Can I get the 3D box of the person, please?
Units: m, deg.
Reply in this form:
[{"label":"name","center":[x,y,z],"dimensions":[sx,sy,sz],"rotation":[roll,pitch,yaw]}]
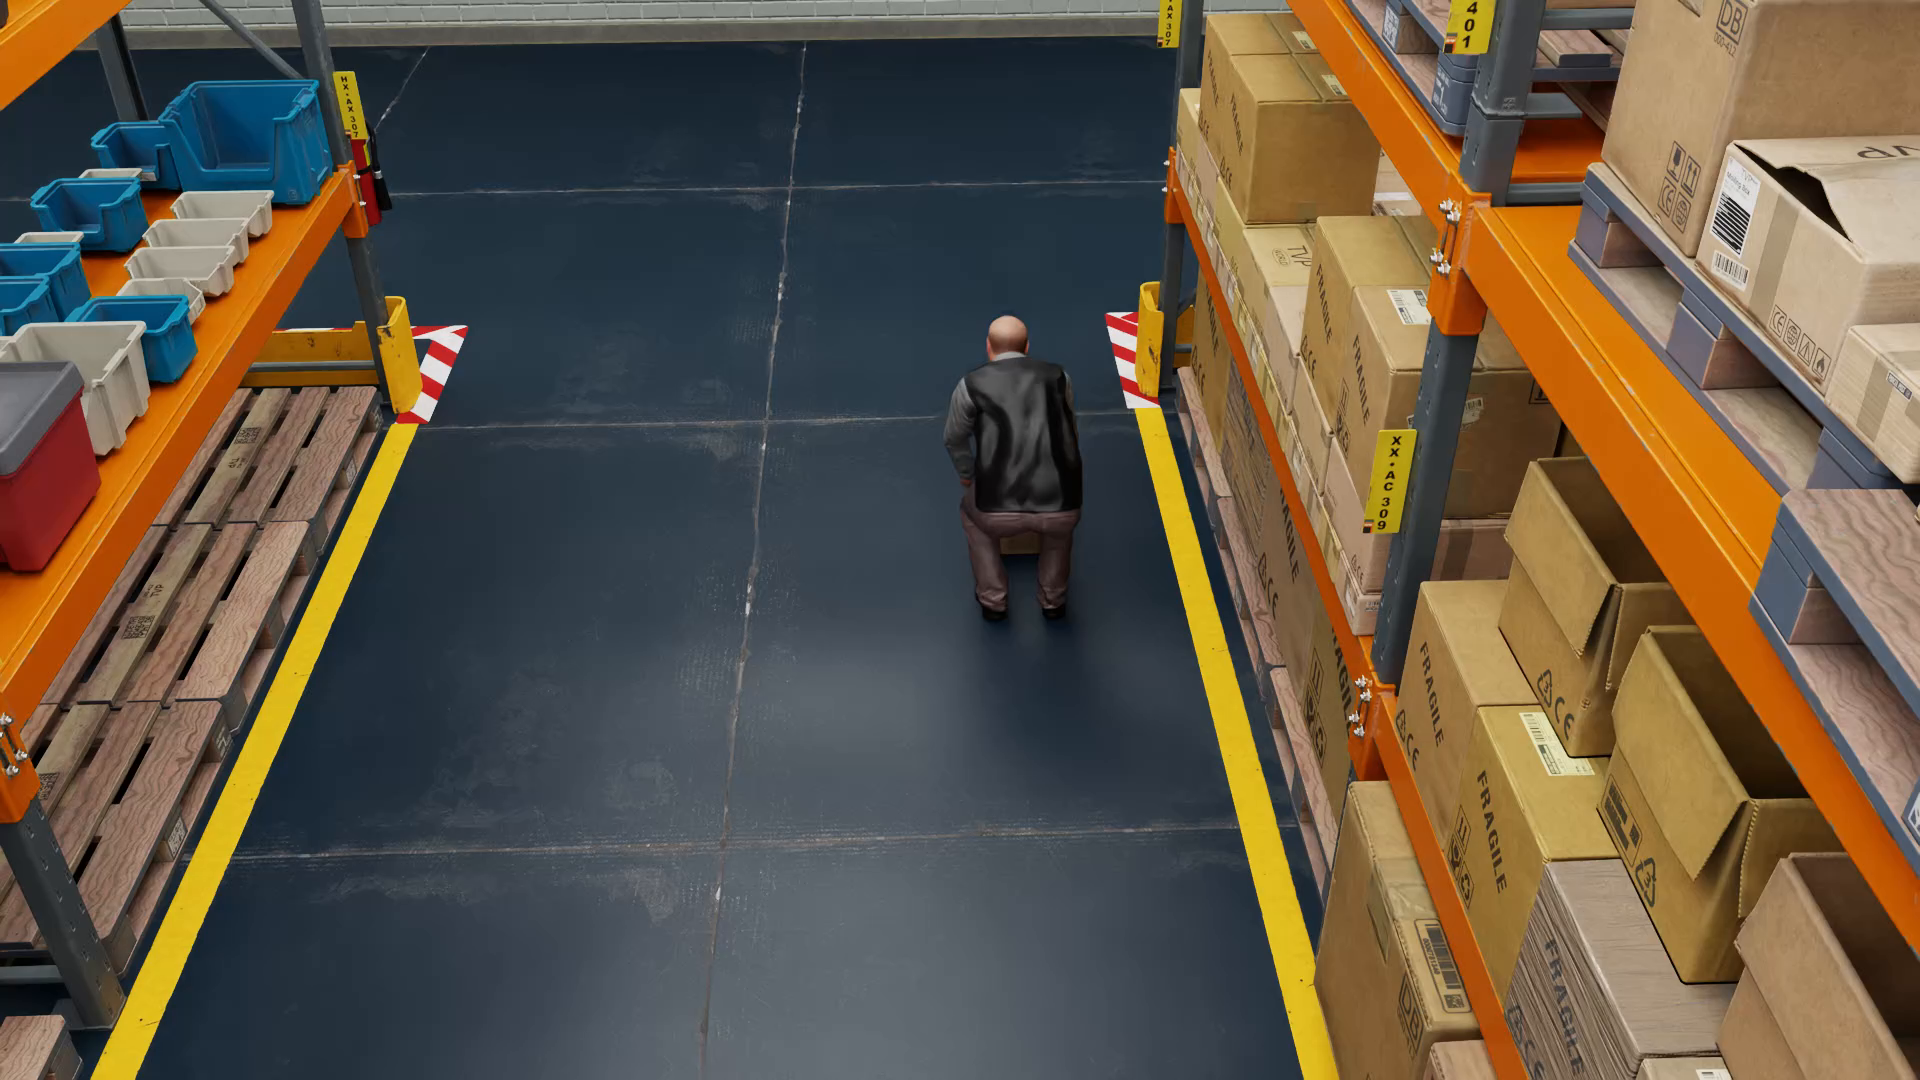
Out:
[{"label":"person","center":[0.226,-0.260,6.999],"dimensions":[0.578,1.196,0.805],"rotation":[-2,35,-2]}]
